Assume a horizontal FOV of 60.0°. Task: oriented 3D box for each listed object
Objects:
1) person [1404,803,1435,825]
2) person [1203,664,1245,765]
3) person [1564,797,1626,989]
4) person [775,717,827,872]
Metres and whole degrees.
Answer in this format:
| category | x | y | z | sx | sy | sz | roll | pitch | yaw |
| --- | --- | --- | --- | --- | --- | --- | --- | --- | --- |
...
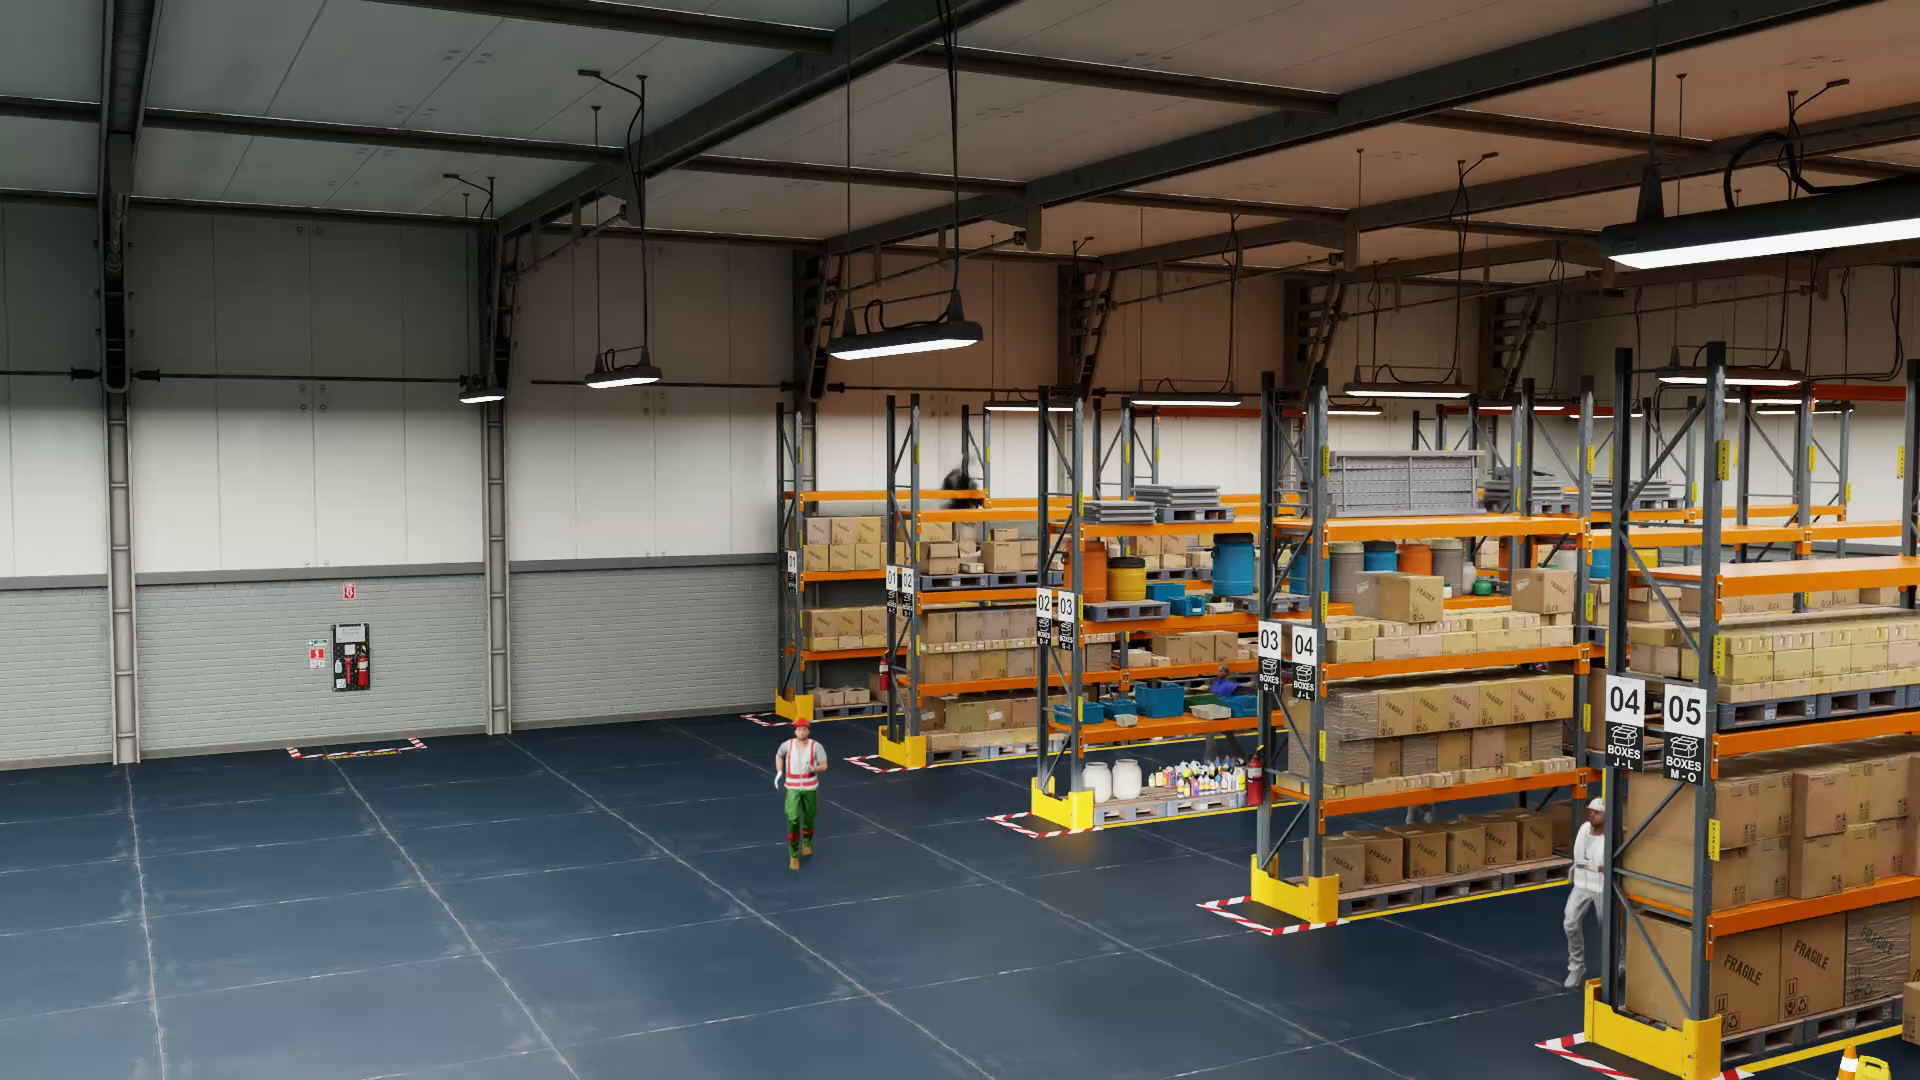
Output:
| category | x | y | z | sx | sy | sz | roll | pitch | yaw |
| --- | --- | --- | --- | --- | --- | --- | --- | --- | --- |
| person | 6.084 | 3.055 | 22.125 | 0.920 | 1.699 | 0.581 | -3 | 4 | -40 |
| person | 4.181 | 2.821 | 26.516 | 0.867 | 1.682 | 0.562 | -3 | 4 | -40 |
| person | 6.082 | 3.374 | 15.901 | 0.771 | 1.845 | 0.667 | -2 | 4 | -35 |
| person | -1.958 | 3.104 | 20.502 | 0.646 | 1.847 | 0.798 | 0 | 3 | -7 |
